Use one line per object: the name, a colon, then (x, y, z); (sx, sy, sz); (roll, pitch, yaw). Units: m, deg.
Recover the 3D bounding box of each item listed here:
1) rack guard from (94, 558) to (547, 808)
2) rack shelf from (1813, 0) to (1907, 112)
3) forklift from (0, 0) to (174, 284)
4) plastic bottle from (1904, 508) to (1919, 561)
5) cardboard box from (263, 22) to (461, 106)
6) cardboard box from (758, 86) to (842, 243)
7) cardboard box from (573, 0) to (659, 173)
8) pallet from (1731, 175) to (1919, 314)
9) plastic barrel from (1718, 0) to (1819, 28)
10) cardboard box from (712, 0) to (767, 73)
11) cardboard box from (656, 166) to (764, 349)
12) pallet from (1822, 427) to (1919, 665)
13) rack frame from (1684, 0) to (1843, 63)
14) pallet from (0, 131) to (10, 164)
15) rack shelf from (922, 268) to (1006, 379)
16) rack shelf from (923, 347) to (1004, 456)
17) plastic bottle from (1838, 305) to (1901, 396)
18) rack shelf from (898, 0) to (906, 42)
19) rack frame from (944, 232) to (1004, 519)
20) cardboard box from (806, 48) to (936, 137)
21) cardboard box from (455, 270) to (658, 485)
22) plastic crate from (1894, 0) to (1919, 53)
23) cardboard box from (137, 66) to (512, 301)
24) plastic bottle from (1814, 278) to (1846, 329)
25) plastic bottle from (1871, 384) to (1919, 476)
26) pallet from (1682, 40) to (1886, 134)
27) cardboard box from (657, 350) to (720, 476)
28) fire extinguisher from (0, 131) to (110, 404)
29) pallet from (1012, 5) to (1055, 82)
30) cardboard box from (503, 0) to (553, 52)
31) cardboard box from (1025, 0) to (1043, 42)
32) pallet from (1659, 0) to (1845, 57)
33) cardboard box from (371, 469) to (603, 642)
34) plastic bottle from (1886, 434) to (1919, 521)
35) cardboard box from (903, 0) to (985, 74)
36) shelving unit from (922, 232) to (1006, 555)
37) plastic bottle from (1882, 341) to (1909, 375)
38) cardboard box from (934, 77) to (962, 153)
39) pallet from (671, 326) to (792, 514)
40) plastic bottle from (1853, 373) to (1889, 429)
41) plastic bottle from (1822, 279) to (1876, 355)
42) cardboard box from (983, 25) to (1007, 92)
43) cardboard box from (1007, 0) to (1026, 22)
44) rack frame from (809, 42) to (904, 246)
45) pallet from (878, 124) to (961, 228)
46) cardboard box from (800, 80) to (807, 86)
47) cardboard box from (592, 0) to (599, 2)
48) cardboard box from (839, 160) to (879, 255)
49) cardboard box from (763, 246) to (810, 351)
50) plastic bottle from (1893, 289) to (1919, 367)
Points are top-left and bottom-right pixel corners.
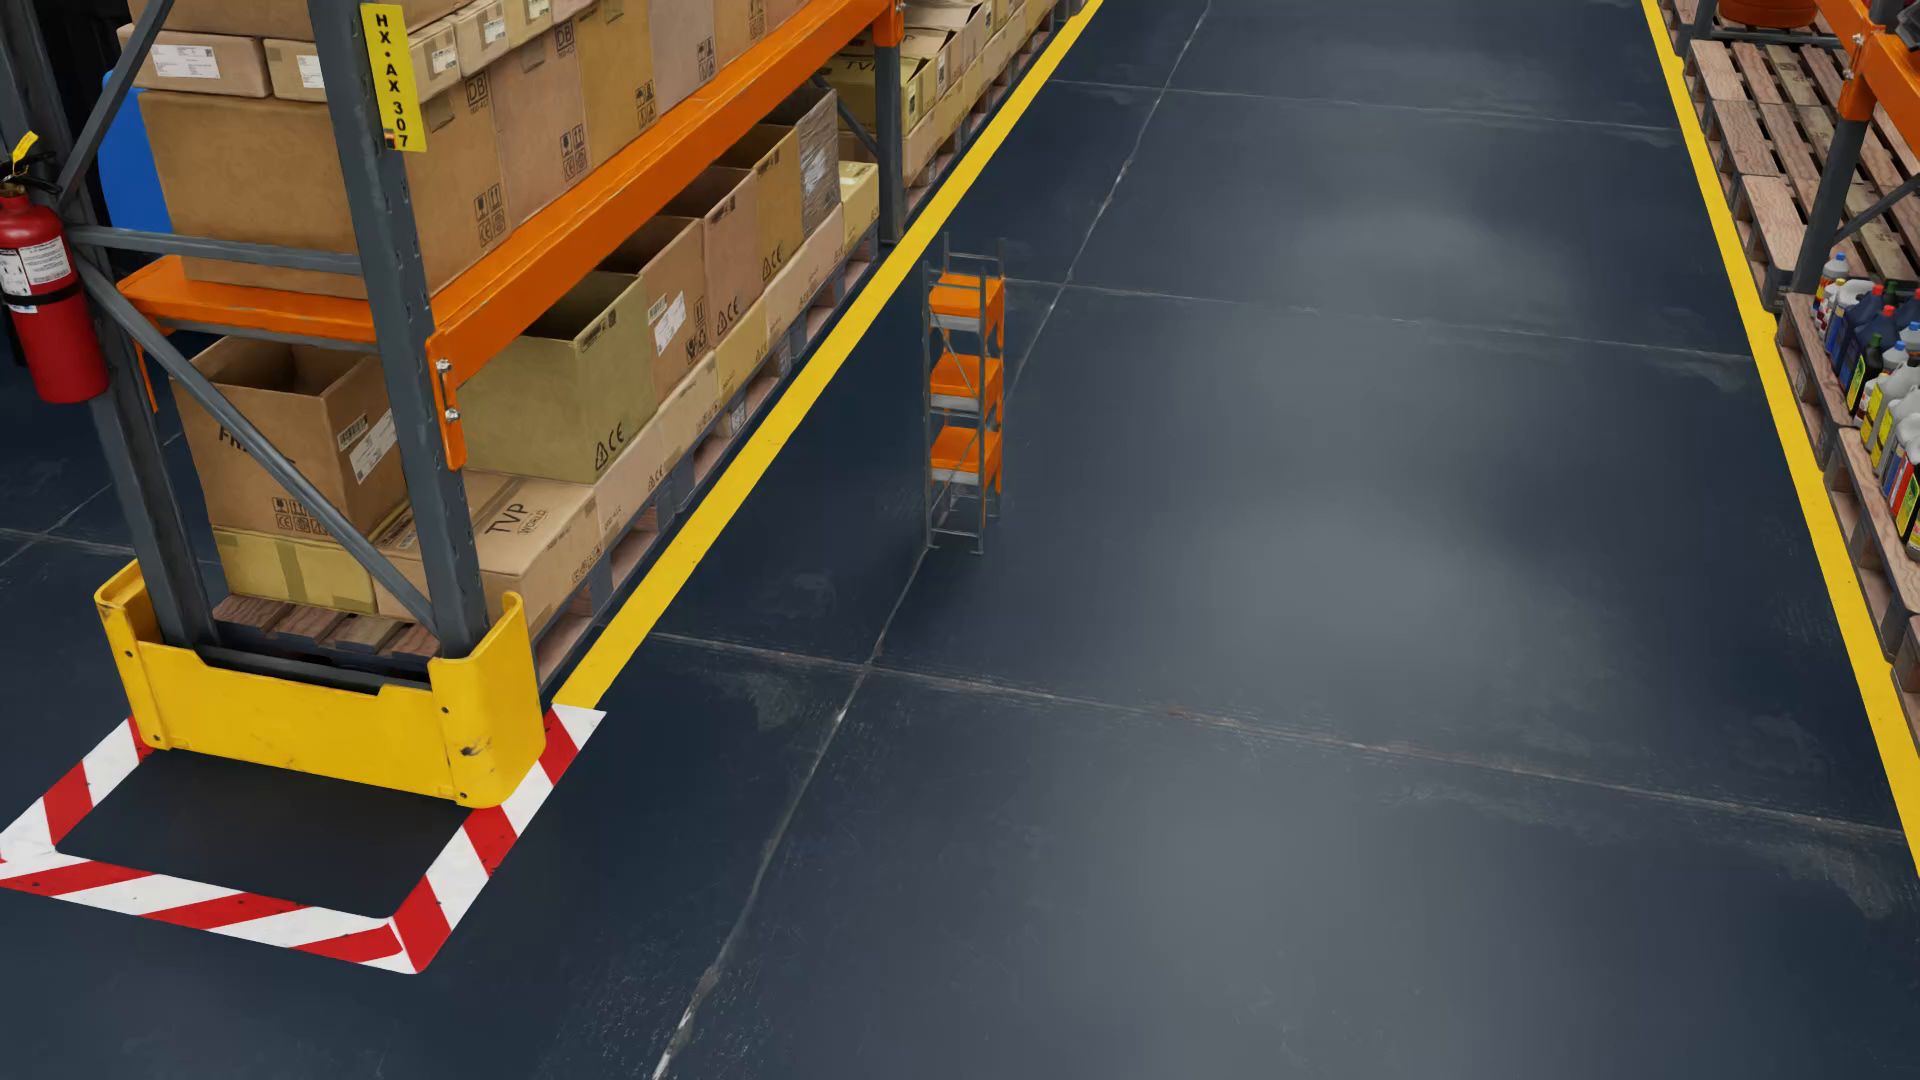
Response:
rack guard: (-1.792, 0.369, 4.704); (1.175, 0.500, 0.348); (8, 33, 12)
rack shelf: (4.527, -2.832, 8.080); (1.077, 0.370, 4.000); (8, 33, 12)
forklift: (-3.764, -2.667, 7.214); (3.031, 2.935, 1.130); (21, 38, 29)
plastic bottle: (3.046, -0.040, 5.215); (0.097, 0.201, 0.097); (0, 32, 0)
cardboard box: (-1.478, -1.189, 4.127); (0.380, 0.149, 0.250); (8, 33, 12)
cardboard box: (-0.816, -1.580, 6.911); (0.500, 0.500, 0.500); (8, 33, 12)
cardboard box: (-1.395, -1.512, 5.239); (0.700, 0.500, 0.500); (8, 33, 13)
pallet: (4.181, -1.334, 7.652); (1.003, 0.211, 1.213); (8, 33, 12)
plastic barrel: (5.142, -3.692, 10.392); (0.600, 0.830, 0.708); (8, 33, 12)
cardboard box: (-1.136, -2.051, 6.087); (0.700, 0.500, 0.500); (9, 33, 13)
cardboard box: (-1.052, -1.058, 6.091); (0.500, 0.500, 0.500); (8, 33, 12)
pallet: (3.501, 0.056, 5.464); (1.003, 0.211, 1.213); (8, 33, 12)
rack frame: (5.034, -4.174, 9.520); (1.000, 3.000, 0.127); (8, 33, 12)
pallet: (-5.700, -1.917, 8.569); (1.003, 0.211, 1.213); (8, 33, 12)
rack shelf: (0.014, -0.701, 5.365); (0.215, 0.259, 0.240); (8, 33, 12)
rack shelf: (0.014, -0.462, 5.518); (0.215, 0.259, 0.240); (8, 33, 12)
plastic bottle: (3.365, -0.706, 6.123); (0.144, 0.351, 0.185); (7, 33, 10)
rack shelf: (-0.264, -3.509, 9.144); (1.077, 0.370, 4.000); (8, 33, 12)
rack frame: (0.045, -0.534, 5.612); (0.200, 1.050, 0.008); (8, 33, 12)
cardboard box: (-0.425, -2.209, 8.077); (0.500, 0.311, 0.500); (8, 33, 13)
cardboard box: (-1.310, -0.540, 5.276); (0.500, 0.500, 0.500); (8, 33, 12)
plastic crate: (3.763, -1.818, 5.871); (0.767, 0.338, 0.504); (8, 33, 12)
cardboard box: (-1.655, -0.982, 4.405); (0.700, 0.500, 0.500); (8, 33, 12)
plastic bottle: (3.488, -0.945, 6.638); (0.097, 0.201, 0.097); (0, 32, 0)
plastic bottle: (3.210, -0.389, 5.624); (0.144, 0.351, 0.185); (9, 34, 14)
pallet: (4.800, -2.600, 9.644); (1.003, 0.211, 1.213); (8, 33, 12)
cardboard box: (-1.184, -0.483, 5.885); (0.500, 0.250, 0.500); (8, 33, 12)
fire extinguisher: (-2.266, -0.668, 4.077); (0.296, 0.674, 0.183); (8, 33, 12)
pallet: (-0.003, -3.252, 10.668); (1.003, 0.211, 1.213); (8, 33, 12)
cardboard box: (-1.349, -1.456, 4.546); (0.380, 0.149, 0.250); (8, 33, 13)
cardboard box: (0.219, -3.293, 10.305); (0.500, 0.250, 0.500); (8, 33, 12)
pallet: (5.194, -3.412, 10.920); (1.003, 0.211, 1.213); (8, 33, 12)
cardboard box: (-1.435, 0.036, 5.068); (0.500, 0.250, 0.500); (8, 33, 12)
plastic bottle: (3.136, -0.199, 5.395); (0.152, 0.276, 0.135); (8, 33, 13)
cardboard box: (-0.163, -2.736, 8.907); (0.500, 0.311, 0.500); (7, 33, 11)
shelving unit: (0.014, -0.471, 5.512); (0.215, 1.050, 0.252); (8, 33, 12)
plastic bottle: (3.364, -0.591, 6.016); (0.097, 0.271, 0.097); (0, 32, 0)
cardboard box: (-0.298, -2.232, 8.637); (0.500, 0.250, 0.500); (9, 33, 14)
pallet: (-1.321, -0.556, 6.427); (1.003, 0.211, 1.213); (8, 33, 12)
plastic bottle: (3.270, -0.499, 5.937); (0.097, 0.201, 0.097); (0, 32, 0)
plastic bottle: (3.459, -0.857, 6.431); (0.152, 0.276, 0.135); (9, 34, 14)
cardboard box: (-0.039, -2.765, 9.475); (0.500, 0.250, 0.500); (9, 33, 13)
cardboard box: (0.093, -3.266, 9.741); (0.500, 0.311, 0.500); (8, 33, 12)
rack frame: (-0.771, -2.775, 7.318); (1.000, 3.000, 0.127); (8, 33, 12)
pallet: (-0.622, -1.985, 8.676); (1.003, 0.211, 1.213); (8, 33, 12)
cardboard box: (-0.946, -2.277, 8.185); (0.500, 0.311, 0.500); (8, 33, 12)
cardboard box: (-1.218, -1.725, 4.970); (0.380, 0.149, 0.250); (7, 33, 11)
cardboard box: (-0.677, -1.521, 7.518); (0.500, 0.250, 0.500); (8, 33, 12)
cardboard box: (-0.927, -1.001, 6.701); (0.500, 0.250, 0.500); (8, 33, 12)
plastic bottle: (3.552, -0.784, 6.246); (0.144, 0.351, 0.185); (8, 33, 12)
